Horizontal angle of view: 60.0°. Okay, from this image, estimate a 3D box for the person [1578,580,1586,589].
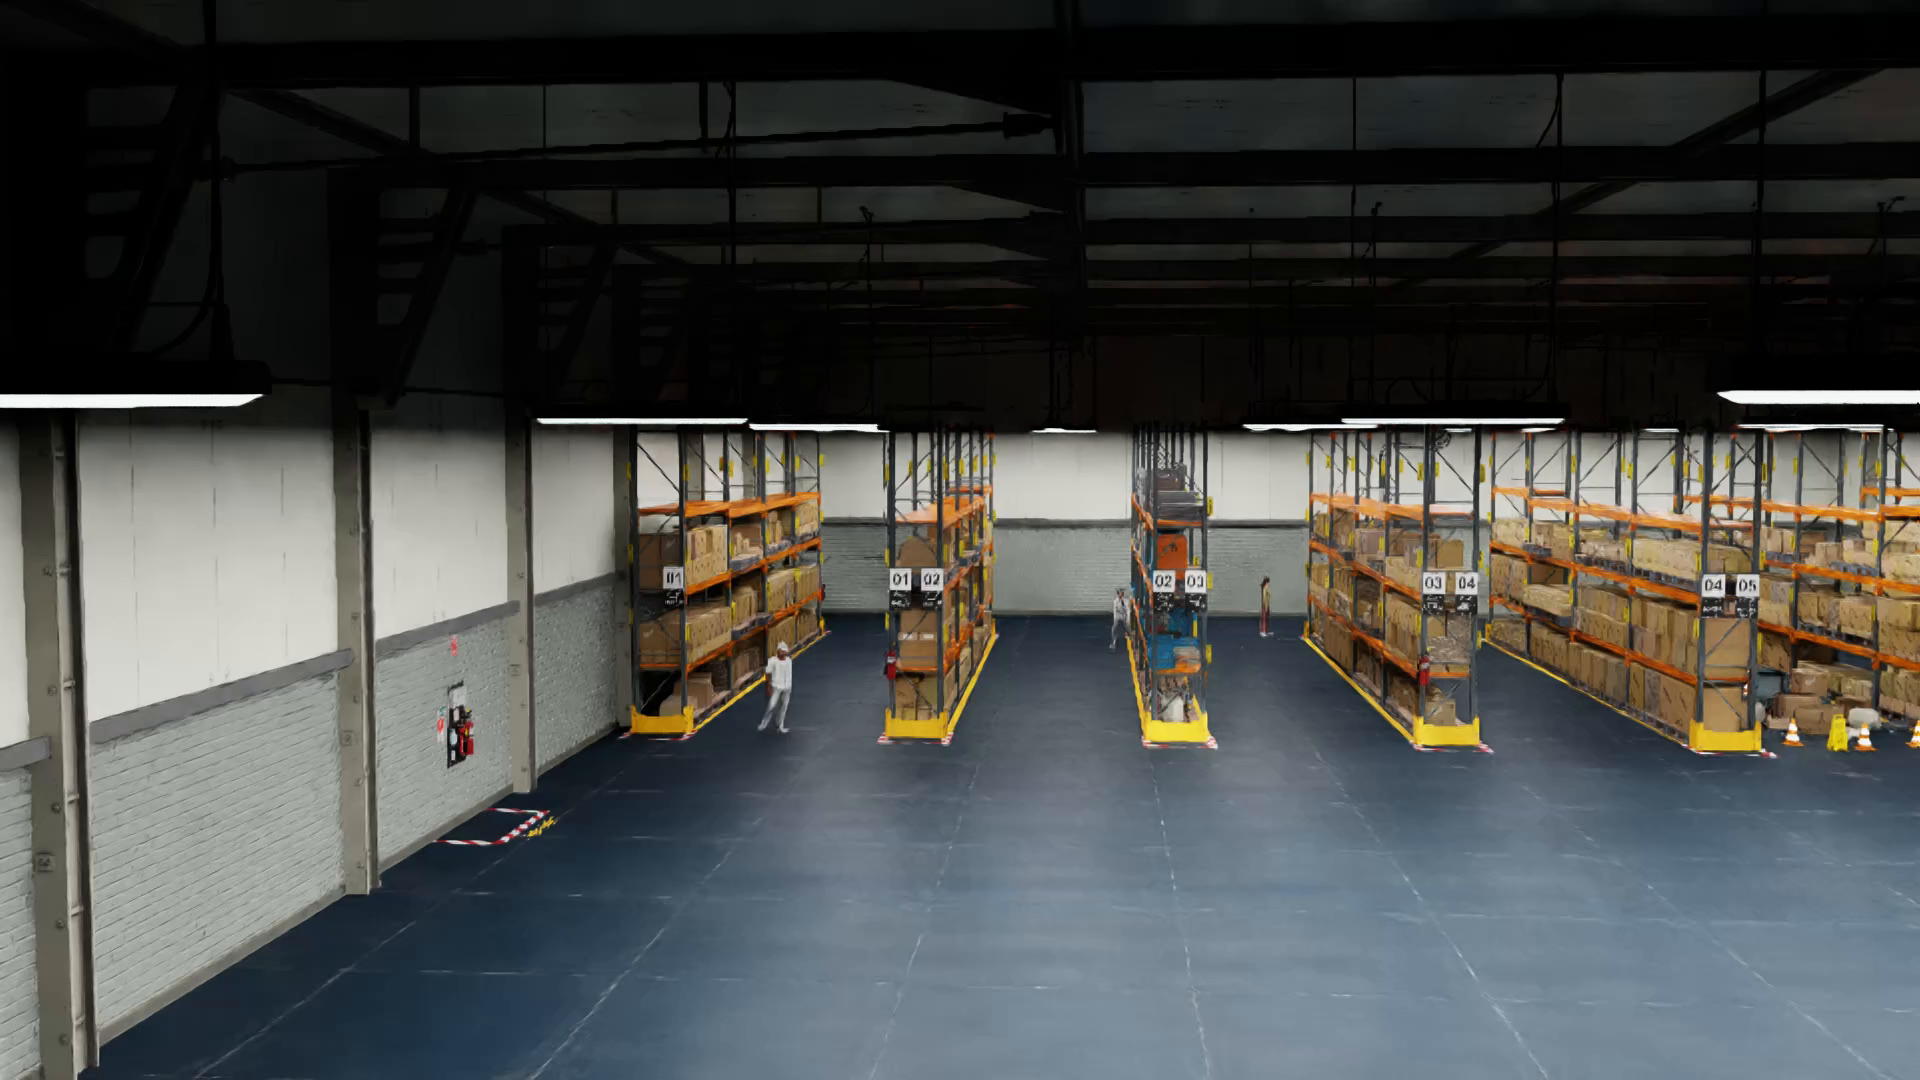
[{"bbox_3d":[16.717,1.978,44.893,0.556,1.781,0.631,3,4,35],"label":"person"}]

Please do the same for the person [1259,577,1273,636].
[{"bbox_3d":[8.710,1.878,47.326,0.396,1.675,0.518,1,4,13],"label":"person"}]

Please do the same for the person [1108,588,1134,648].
[{"bbox_3d":[4.361,2.083,44.731,0.522,1.615,0.952,2,4,26],"label":"person"}]

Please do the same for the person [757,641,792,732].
[{"bbox_3d":[-3.532,2.816,31.928,0.720,1.756,0.526,-3,4,-36],"label":"person"}]
